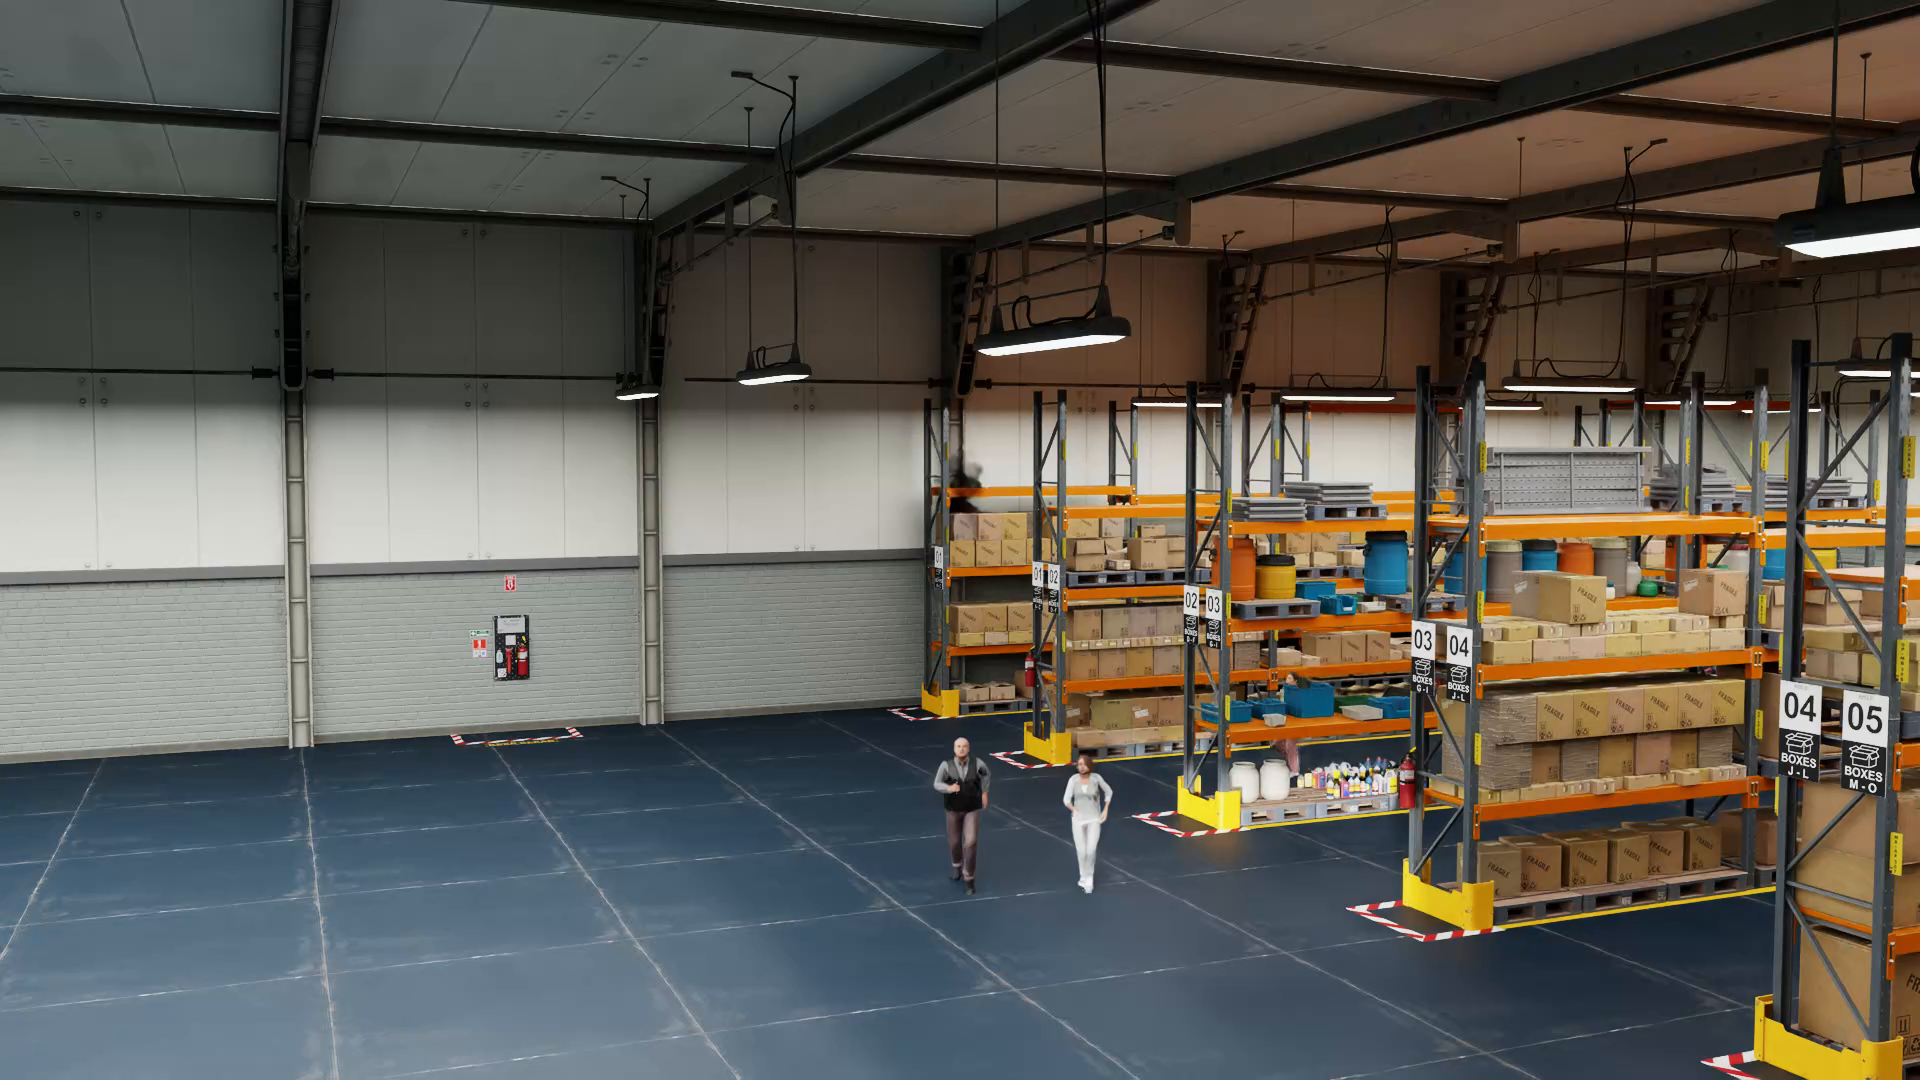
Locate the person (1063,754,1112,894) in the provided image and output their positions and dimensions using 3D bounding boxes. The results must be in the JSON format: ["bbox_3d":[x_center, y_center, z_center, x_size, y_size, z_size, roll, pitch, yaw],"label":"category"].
[{"bbox_3d":[1.448,3.248,19.074,0.539,1.583,0.629,1,3,14],"label":"person"}]

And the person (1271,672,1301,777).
[{"bbox_3d":[5.072,2.841,25.635,0.540,1.630,0.581,-2,4,-35],"label":"person"}]

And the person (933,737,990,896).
[{"bbox_3d":[0.020,3.170,19.233,0.645,1.795,0.808,0,3,3],"label":"person"}]
